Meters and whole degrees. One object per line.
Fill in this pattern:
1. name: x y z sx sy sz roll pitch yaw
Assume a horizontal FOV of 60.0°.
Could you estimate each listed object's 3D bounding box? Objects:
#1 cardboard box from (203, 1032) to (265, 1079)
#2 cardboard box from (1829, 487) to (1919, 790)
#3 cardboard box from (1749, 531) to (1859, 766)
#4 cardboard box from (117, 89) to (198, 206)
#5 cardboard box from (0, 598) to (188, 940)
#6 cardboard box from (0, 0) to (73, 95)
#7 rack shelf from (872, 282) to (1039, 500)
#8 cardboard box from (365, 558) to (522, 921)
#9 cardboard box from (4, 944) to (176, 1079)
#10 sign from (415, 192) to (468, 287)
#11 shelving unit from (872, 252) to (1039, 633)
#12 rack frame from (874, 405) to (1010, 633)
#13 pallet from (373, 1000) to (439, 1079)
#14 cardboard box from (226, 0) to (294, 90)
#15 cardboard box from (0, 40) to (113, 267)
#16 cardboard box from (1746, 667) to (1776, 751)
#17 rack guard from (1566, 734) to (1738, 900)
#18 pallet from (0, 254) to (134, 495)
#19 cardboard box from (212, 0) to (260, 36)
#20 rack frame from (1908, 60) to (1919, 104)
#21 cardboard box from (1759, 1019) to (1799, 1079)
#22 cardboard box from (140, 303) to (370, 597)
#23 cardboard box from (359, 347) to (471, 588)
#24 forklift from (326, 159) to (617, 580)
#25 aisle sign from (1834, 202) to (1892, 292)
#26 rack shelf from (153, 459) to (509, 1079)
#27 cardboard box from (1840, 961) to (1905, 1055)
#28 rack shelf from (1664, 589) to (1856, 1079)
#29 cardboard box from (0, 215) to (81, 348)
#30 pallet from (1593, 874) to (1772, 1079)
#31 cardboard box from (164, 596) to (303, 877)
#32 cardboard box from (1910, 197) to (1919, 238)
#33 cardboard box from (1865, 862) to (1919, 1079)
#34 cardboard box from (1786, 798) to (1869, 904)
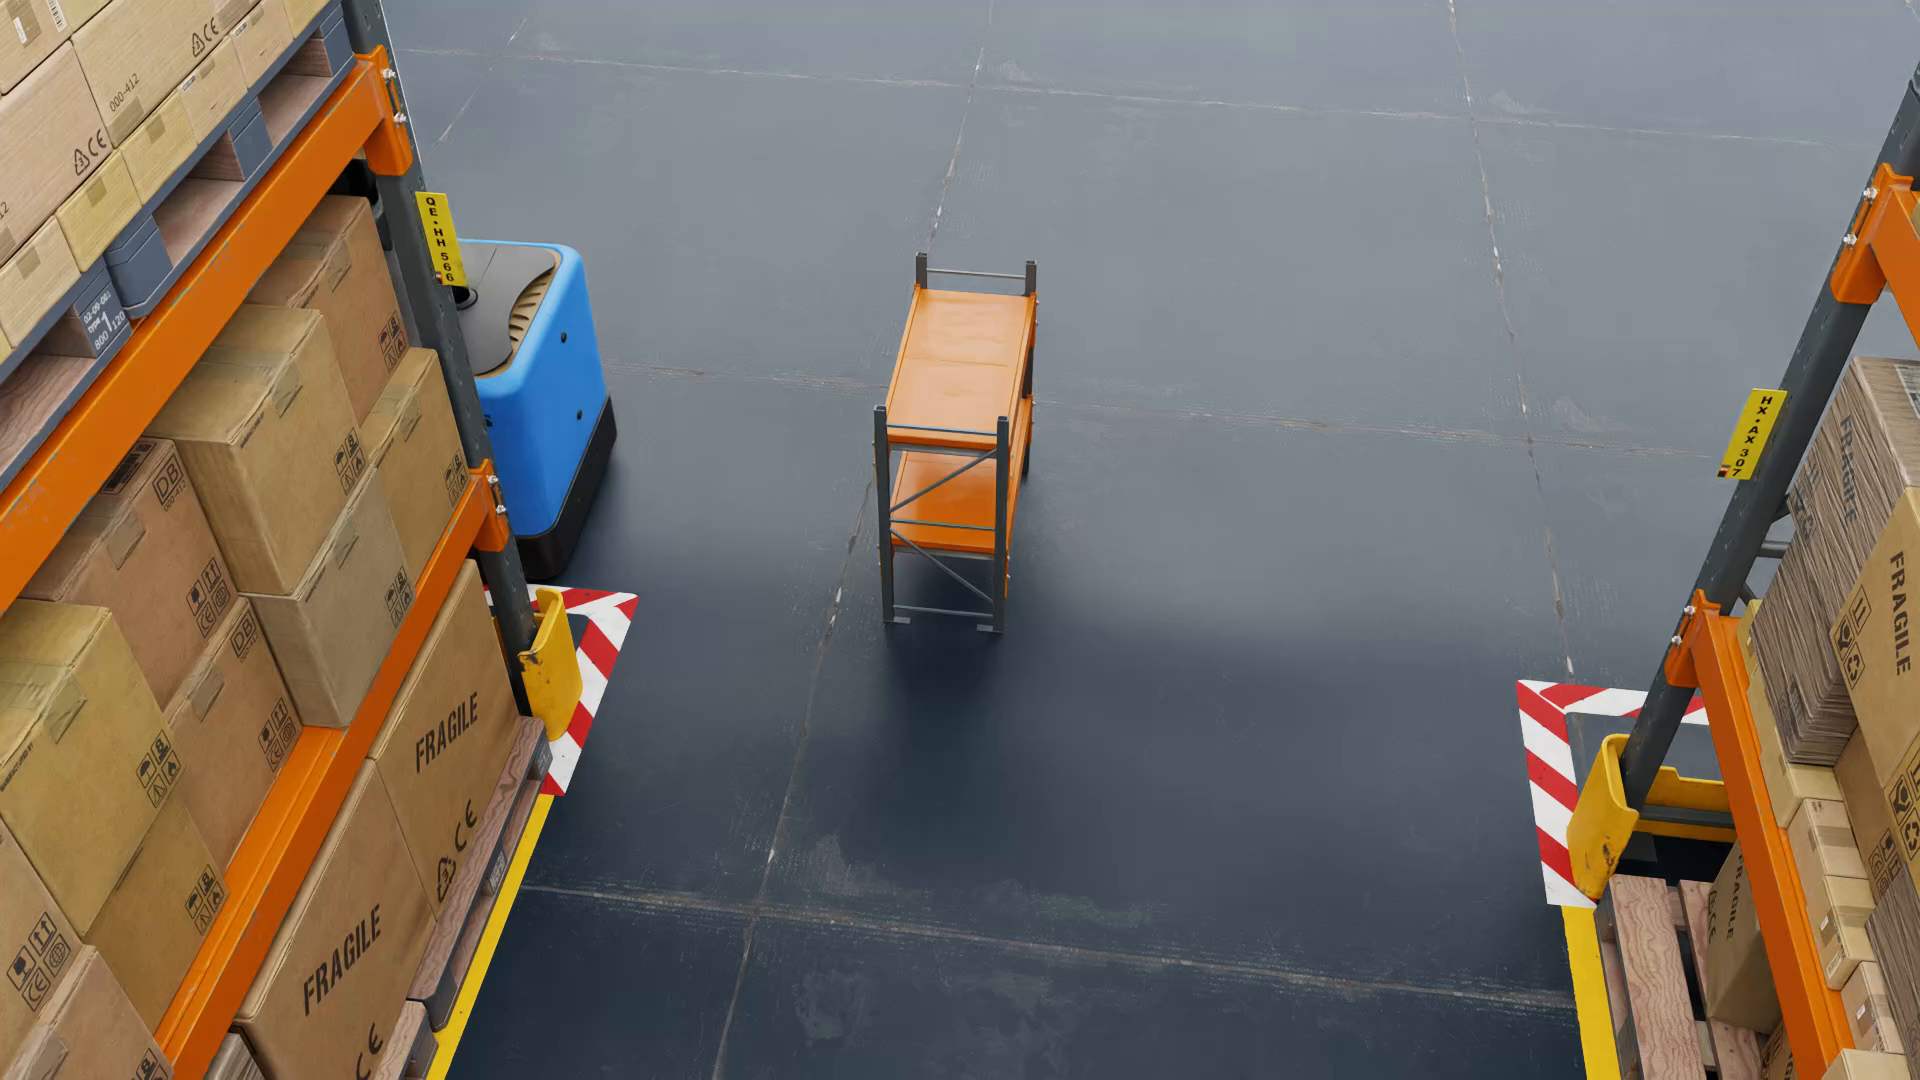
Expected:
1. cardboard box: -2.360 1.852 4.352 0.875 0.875 0.875 6 44 6
2. cardboard box: 2.388 0.247 3.791 0.500 0.500 0.500 5 44 6
3. cardboard box: 2.704 0.292 4.471 0.875 0.500 0.500 5 44 6
4. cardboard box: -1.909 -0.866 3.606 0.380 0.149 0.250 6 44 6
5. cardboard box: -2.318 0.473 3.675 0.875 0.550 0.500 5 44 6
6. cardboard box: -1.943 -0.980 3.147 0.380 0.149 0.250 5 44 6
7. rack shelf: -0.001 -0.616 6.657 0.538 0.278 1.000 5 44 6
8. cardboard box: -2.123 0.631 5.641 0.875 0.875 0.875 5 44 6
9. cardboard box: -2.353 1.229 3.661 0.875 0.550 0.550 5 44 6
10. sign: -1.563 -0.903 5.008 0.100 0.325 0.005 5 44 6
11. shelving unit: -0.001 -0.404 6.858 0.538 1.125 1.048 5 44 6
12. rack frame: -0.068 -0.057 6.492 0.500 1.125 0.032 5 44 6
13. pallet: -2.291 1.938 5.050 1.003 0.211 1.213 5 44 6
14. cardboard box: -1.841 -1.213 3.973 0.380 0.149 0.250 6 44 6
15. cardboard box: -2.021 -0.745 3.189 0.500 0.250 0.500 5 44 5
16. cardboard box: 2.478 0.496 4.727 0.380 0.149 0.250 5 44 6
17. rack guard: 2.794 1.023 5.806 1.175 0.500 0.348 5 44 6
18. pallet: -2.346 -0.172 3.133 1.003 0.211 1.213 5 44 6
19. cardboard box: -1.887 -1.428 3.910 0.500 0.250 0.500 6 44 6
20. rack frame: 2.804 -2.114 2.938 1.000 3.000 0.127 5 44 6
21. cardboard box: 2.660 1.654 4.834 0.500 0.500 0.500 16 46 16
22. cardboard box: -2.168 -0.270 4.459 0.875 0.550 0.550 5 44 6
23. cardboard box: -2.103 -0.253 5.227 0.875 0.550 0.550 5 44 6
24. forklift: -3.128 -1.303 6.495 3.031 2.935 1.130 4 44 4
25. aisle sign: 2.515 -0.949 4.180 0.394 0.787 0.004 5 44 6
26. rack shelf: -2.364 1.169 4.357 1.077 0.370 4.000 5 44 6
27. cardboard box: 2.371 1.180 4.005 0.380 0.149 0.250 5 44 6
28. rack shelf: 2.539 1.688 3.809 1.077 0.370 4.000 5 44 6
29. cardboard box: -1.976 -0.519 3.240 0.380 0.149 0.250 6 44 6
30. pallet: 2.651 1.679 5.323 1.003 0.211 1.213 5 44 6
31. cardboard box: -2.353 0.494 4.438 0.875 0.550 0.550 5 44 6
32. cardboard box: 2.484 -0.666 3.699 0.500 0.250 0.500 6 44 7
33. cardboard box: 2.648 0.981 3.744 0.875 0.500 0.500 5 44 6
34. cardboard box: 2.417 0.838 4.366 0.380 0.149 0.250 5 44 6
